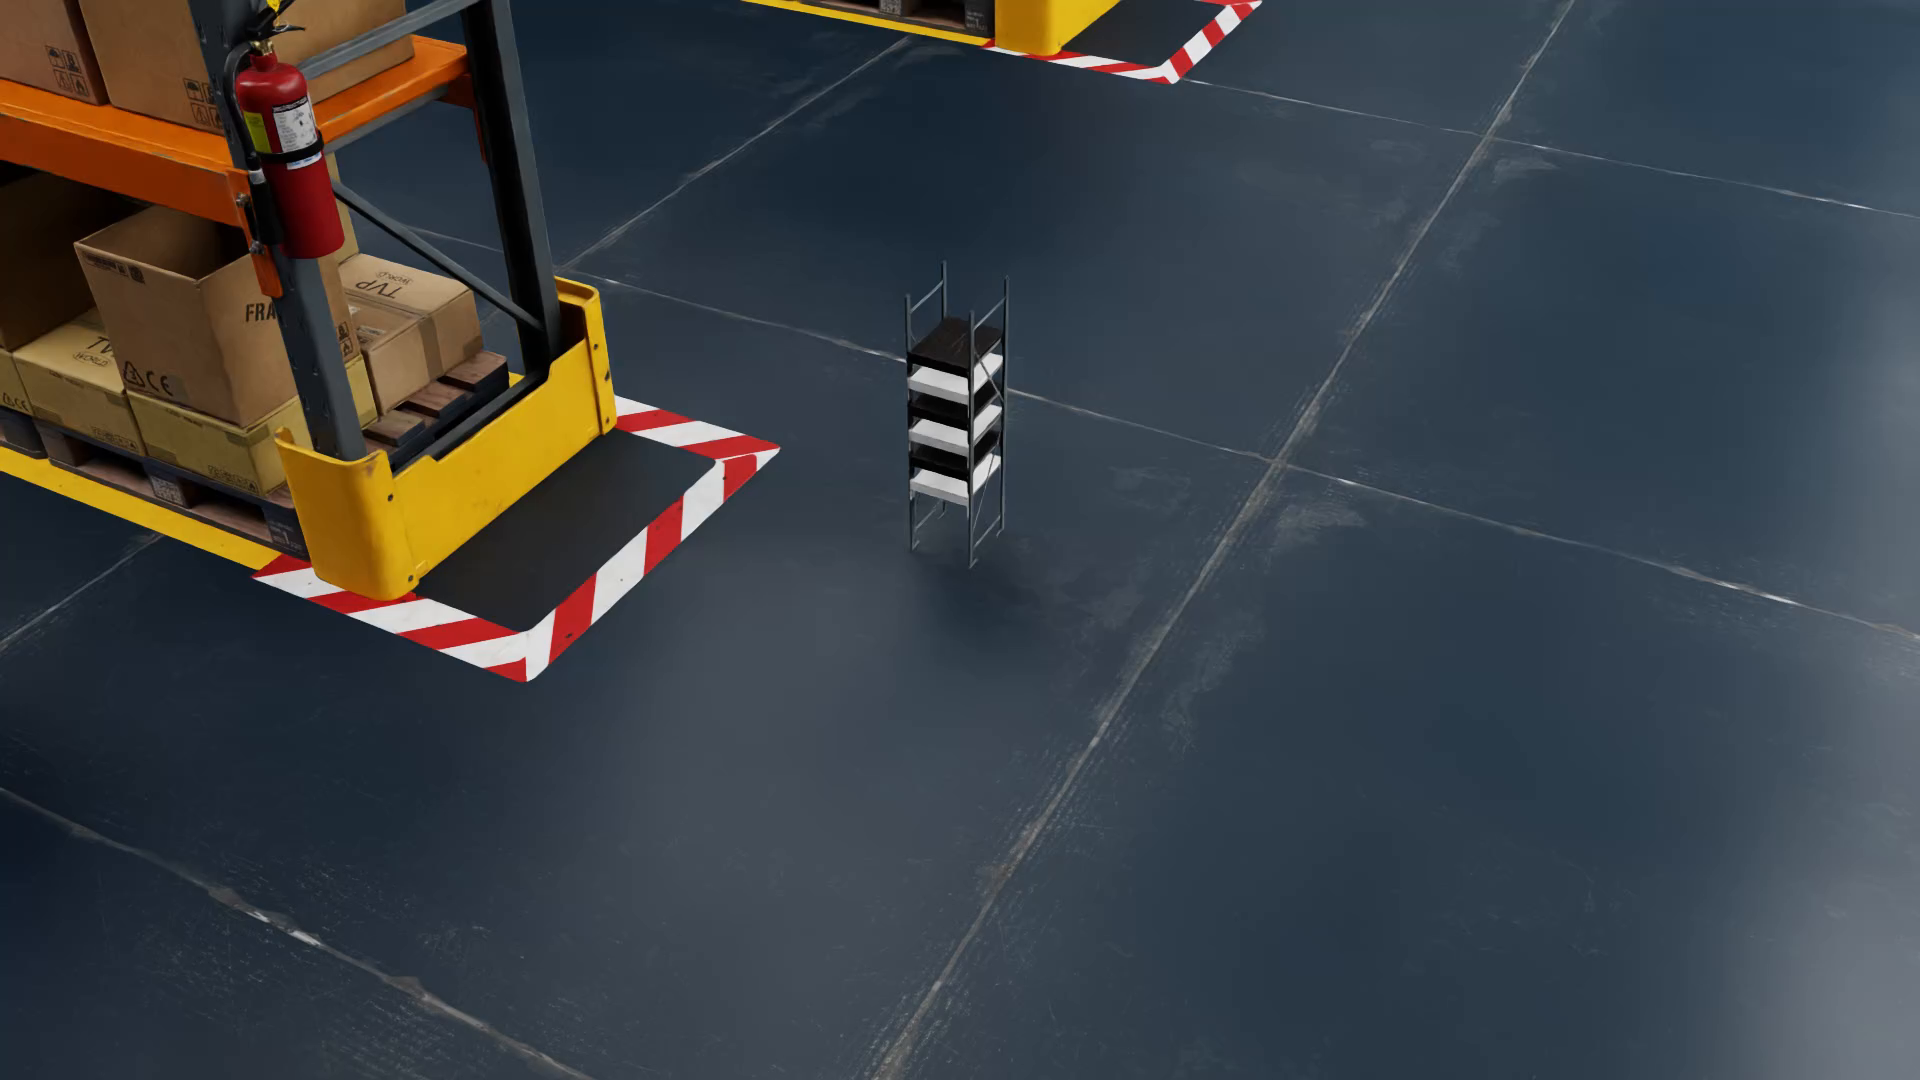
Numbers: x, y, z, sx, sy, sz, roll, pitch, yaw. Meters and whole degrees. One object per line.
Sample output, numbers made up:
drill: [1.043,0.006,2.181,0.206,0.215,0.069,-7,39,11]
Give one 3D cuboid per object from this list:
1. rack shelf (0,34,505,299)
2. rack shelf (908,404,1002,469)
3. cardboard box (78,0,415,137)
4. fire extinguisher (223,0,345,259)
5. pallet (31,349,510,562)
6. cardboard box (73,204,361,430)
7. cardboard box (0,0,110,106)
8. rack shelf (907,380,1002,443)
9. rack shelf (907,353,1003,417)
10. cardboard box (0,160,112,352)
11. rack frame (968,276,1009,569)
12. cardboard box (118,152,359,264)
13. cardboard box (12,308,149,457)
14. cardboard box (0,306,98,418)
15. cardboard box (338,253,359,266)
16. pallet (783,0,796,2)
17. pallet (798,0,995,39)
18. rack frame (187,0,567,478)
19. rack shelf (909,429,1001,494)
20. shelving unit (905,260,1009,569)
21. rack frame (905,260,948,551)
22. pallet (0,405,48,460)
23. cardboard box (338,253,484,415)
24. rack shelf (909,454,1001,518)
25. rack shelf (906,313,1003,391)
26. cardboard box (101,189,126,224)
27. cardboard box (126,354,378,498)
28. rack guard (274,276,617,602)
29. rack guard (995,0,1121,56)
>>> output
rack shelf: [-3.389,-1.633,5.516,4.000,0.370,1.077,17,41,21]
rack shelf: [-0.007,-0.334,5.001,0.200,0.077,0.258,17,41,21]
cardboard box: [-2.022,-1.540,4.716,0.500,0.500,0.700,17,41,22]
fire extinguisher: [-1.722,-1.051,4.217,0.183,0.674,0.296,17,41,21]
pallet: [-2.312,-0.443,5.659,1.213,0.211,1.003,17,41,21]
cardboard box: [-2.227,-0.724,5.029,0.500,0.500,0.500,17,41,21]
cardboard box: [-2.491,-1.684,4.905,0.500,0.500,0.700,18,41,23]
rack shelf: [-0.007,-0.406,4.947,0.200,0.077,0.258,17,41,21]
rack shelf: [-0.007,-0.478,4.892,0.200,0.077,0.258,17,41,21]
cardboard box: [-3.121,-0.994,5.385,0.500,0.500,0.500,17,41,21]
rack frame: [0.083,-0.332,4.944,0.006,0.900,0.240,17,41,21]
cardboard box: [-2.432,-1.141,5.579,0.500,0.500,0.500,17,41,21]
cardboard box: [-2.675,-0.559,5.432,0.500,0.250,0.500,17,41,21]
cardboard box: [-3.120,-0.697,5.614,0.500,0.250,0.500,17,41,21]
cardboard box: [-2.433,-0.841,5.805,0.500,0.250,0.500,17,41,21]
pallet: [-1.220,-3.476,9.655,1.213,0.211,1.003,17,41,21]
pallet: [-0.140,-3.136,9.207,1.213,0.211,1.003,17,41,21]
rack frame: [-1.614,-1.364,4.566,0.127,3.000,1.000,17,41,21]
rack shelf: [-0.007,-0.262,5.055,0.200,0.077,0.258,17,41,21]
shelving unit: [-0.007,-0.361,4.981,0.210,0.900,0.258,17,41,21]
rack frame: [-0.097,-0.389,5.018,0.006,0.900,0.240,17,41,21]
pallet: [-3.391,-0.783,6.107,1.213,0.211,1.003,17,41,21]
cardboard box: [-1.987,-0.704,5.624,0.500,0.250,0.500,17,41,21]
rack shelf: [-0.007,-0.191,5.110,0.200,0.077,0.258,17,41,21]
rack shelf: [-0.007,-0.549,4.838,0.200,0.077,0.258,17,41,21]
cardboard box: [-2.882,-1.273,5.753,0.500,0.500,0.500,17,41,21]
cardboard box: [-2.226,-0.426,5.258,0.500,0.250,0.500,17,41,21]
rack guard: [-1.592,-0.362,5.313,0.348,0.500,1.175,17,41,21]
rack guard: [0.579,-3.022,8.818,0.348,0.500,1.175,17,41,21]
